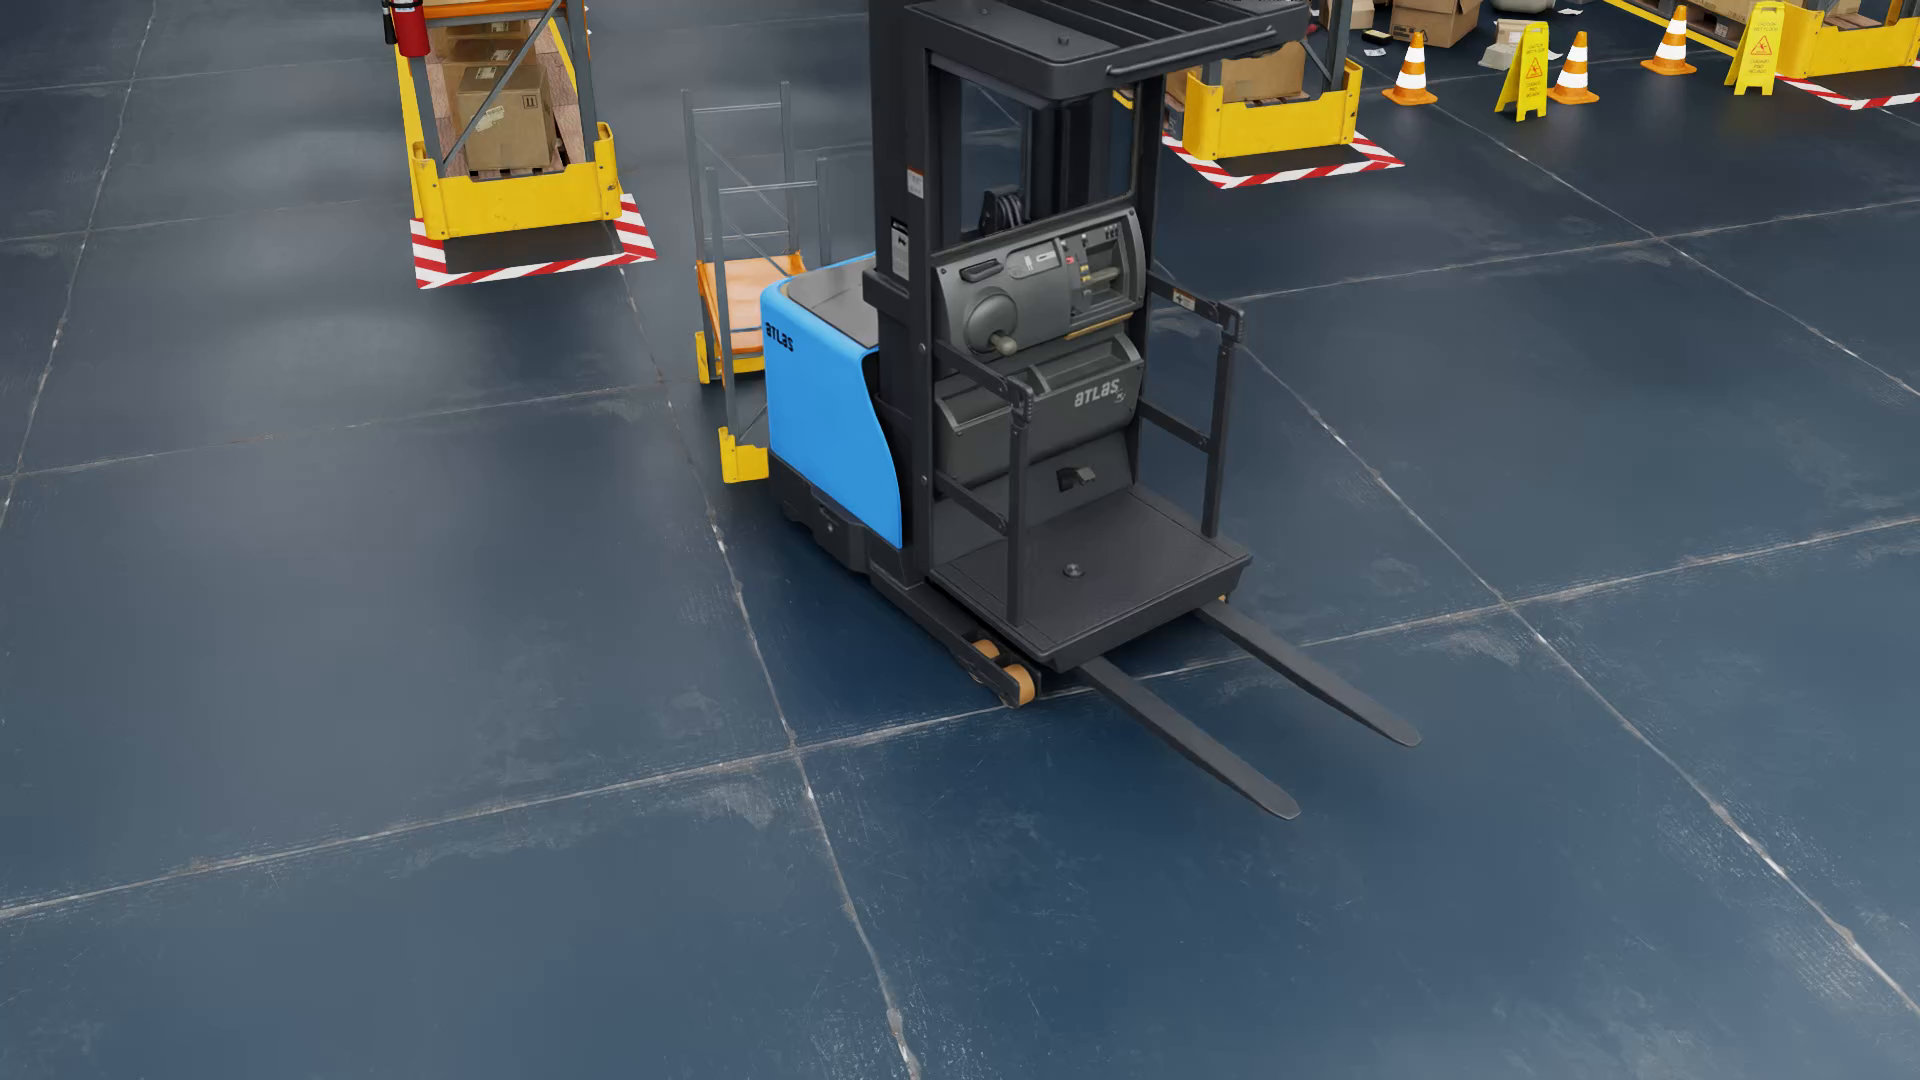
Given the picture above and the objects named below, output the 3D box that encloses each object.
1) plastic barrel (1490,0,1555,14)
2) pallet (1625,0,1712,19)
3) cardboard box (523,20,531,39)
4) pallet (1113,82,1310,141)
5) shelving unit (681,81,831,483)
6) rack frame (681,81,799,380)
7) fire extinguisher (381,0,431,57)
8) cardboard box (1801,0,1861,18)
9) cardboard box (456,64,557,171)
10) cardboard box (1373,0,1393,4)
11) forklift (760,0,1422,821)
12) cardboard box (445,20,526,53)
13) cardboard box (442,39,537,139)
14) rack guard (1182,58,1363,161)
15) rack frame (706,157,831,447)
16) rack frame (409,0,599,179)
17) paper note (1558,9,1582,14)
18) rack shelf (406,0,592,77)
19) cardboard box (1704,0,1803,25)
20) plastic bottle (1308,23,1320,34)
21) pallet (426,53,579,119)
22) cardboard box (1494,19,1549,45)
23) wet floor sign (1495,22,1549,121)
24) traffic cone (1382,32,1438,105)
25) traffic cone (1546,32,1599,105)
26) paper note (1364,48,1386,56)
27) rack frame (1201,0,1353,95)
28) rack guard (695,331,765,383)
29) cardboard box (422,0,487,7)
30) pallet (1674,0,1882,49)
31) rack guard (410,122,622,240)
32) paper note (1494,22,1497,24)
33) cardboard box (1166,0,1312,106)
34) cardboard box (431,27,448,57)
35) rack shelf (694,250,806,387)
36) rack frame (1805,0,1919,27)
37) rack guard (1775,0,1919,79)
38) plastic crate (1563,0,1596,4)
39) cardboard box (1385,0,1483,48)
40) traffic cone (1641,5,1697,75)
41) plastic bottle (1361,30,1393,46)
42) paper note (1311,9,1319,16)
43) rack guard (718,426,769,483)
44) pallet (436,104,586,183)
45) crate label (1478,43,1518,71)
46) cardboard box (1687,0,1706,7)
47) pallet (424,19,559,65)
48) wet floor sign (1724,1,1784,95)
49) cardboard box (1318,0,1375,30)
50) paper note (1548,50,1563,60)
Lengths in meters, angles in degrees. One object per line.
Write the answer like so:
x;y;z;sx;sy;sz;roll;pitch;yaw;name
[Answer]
4.705;-4.611;13.844;0.512;0.421;0.421;13;36;18;plastic barrel
6.171;-4.804;14.329;1.003;0.211;1.213;-10;35;-15;pallet
-3.351;-3.593;11.853;0.500;0.500;0.500;-13;36;-19;cardboard box
1.775;-3.214;11.922;1.003;0.211;1.213;-10;35;-15;pallet
-0.925;-1.212;7.724;0.587;1.500;1.083;-8;34;-11;shelving unit
-1.042;-1.480;8.129;0.500;1.500;0.032;-8;34;-11;rack frame
-3.065;-3.020;9.169;0.296;0.674;0.183;-10;35;-15;fire extinguisher
6.794;-4.354;13.231;0.500;0.250;0.500;-10;35;-15;cardboard box
-2.836;-2.652;10.430;0.500;0.500;0.500;-4;34;-6;cardboard box
3.537;-4.857;14.021;0.797;0.637;0.503;-10;35;-15;cardboard box
0.437;-0.896;5.947;1.130;2.935;3.031;-23;40;-30;forklift
-3.223;-3.292;11.398;0.500;0.500;0.500;-7;34;-10;cardboard box
-3.051;-2.960;10.896;0.500;0.500;0.500;-1;33;-2;cardboard box
2.101;-2.915;11.208;1.175;0.500;0.348;-10;35;-15;rack guard
-0.803;-0.935;7.305;0.500;1.500;0.032;-8;34;-11;rack frame
-2.661;-3.189;9.356;1.000;3.000;0.127;-10;35;-15;rack frame
5.113;-4.429;13.926;0.142;0.019;0.148;-23;40;-31;paper note
-3.271;-3.939;11.143;1.077;0.370;4.000;-10;35;-15;rack shelf
6.267;-4.276;13.113;0.500;0.250;0.500;-10;35;-15;cardboard box
2.778;-4.139;13.458;0.283;0.061;0.133;-23;40;-31;plastic bottle
-3.267;-3.138;11.807;1.003;0.211;1.213;-10;35;-15;pallet
4.453;-4.015;13.191;0.380;0.149;0.250;7;34;10;cardboard box
3.988;-3.306;11.668;0.267;0.644;0.232;-16;37;-23;wet floor sign
3.284;-3.430;12.020;0.336;0.463;0.334;-10;35;-15;traffic cone
4.464;-3.441;12.038;0.336;0.463;0.334;-10;35;-15;traffic cone
3.245;-3.818;13.002;0.144;0.017;0.142;1;33;2;paper note
2.093;-3.970;10.538;1.000;3.000;0.127;-10;35;-15;rack frame
-1.042;-0.958;8.473;0.587;0.250;0.087;-8;34;-11;rack guard
-2.945;-3.200;9.599;0.380;0.149;0.250;-10;35;-15;cardboard box
6.539;-4.165;13.361;1.003;0.211;1.213;-10;35;-15;pallet
-2.684;-2.186;10.105;1.175;0.500;0.348;-10;35;-15;rack guard
4.476;-4.245;13.657;0.148;0.019;0.142;1;33;2;paper note
1.824;-3.604;11.530;0.875;0.875;0.875;-10;35;-14;cardboard box
-3.615;-3.906;12.326;0.500;0.500;0.500;0;33;1;cardboard box
-0.922;-1.057;7.816;0.538;0.185;1.000;-8;34;-11;rack shelf
6.777;-4.856;11.878;1.000;3.000;0.127;-10;35;-15;rack frame
6.753;-3.853;12.627;1.175;0.500;0.348;-10;35;-15;rack guard
5.254;-4.776;14.405;0.402;0.080;0.583;-23;40;-31;plastic crate
3.830;-4.311;13.317;0.637;0.503;0.797;19;38;26;cardboard box
5.417;-3.806;12.591;0.336;0.463;0.334;-10;35;-15;traffic cone
3.307;-4.021;13.279;0.133;0.061;0.283;-23;40;-31;plastic bottle
3.030;-4.423;13.923;0.172;0.023;0.155;1;33;2;paper note
-0.807;-0.424;7.665;0.587;0.250;0.087;-8;34;-11;rack guard
-2.898;-2.498;10.839;1.003;0.211;1.213;-10;35;-15;pallet
4.165;-3.708;12.737;0.298;0.136;0.250;27;42;34;crate label
6.123;-4.536;13.507;0.500;0.250;0.500;-10;35;-15;cardboard box
-3.643;-3.779;12.778;1.003;0.211;1.213;-10;35;-15;pallet
5.816;-3.594;12.104;0.267;0.644;0.232;1;33;2;wet floor sign
3.152;-4.337;13.573;0.396;0.266;0.258;-4;34;-6;cardboard box
4.593;-3.779;12.941;0.148;0.019;0.142;-23;40;-31;paper note
